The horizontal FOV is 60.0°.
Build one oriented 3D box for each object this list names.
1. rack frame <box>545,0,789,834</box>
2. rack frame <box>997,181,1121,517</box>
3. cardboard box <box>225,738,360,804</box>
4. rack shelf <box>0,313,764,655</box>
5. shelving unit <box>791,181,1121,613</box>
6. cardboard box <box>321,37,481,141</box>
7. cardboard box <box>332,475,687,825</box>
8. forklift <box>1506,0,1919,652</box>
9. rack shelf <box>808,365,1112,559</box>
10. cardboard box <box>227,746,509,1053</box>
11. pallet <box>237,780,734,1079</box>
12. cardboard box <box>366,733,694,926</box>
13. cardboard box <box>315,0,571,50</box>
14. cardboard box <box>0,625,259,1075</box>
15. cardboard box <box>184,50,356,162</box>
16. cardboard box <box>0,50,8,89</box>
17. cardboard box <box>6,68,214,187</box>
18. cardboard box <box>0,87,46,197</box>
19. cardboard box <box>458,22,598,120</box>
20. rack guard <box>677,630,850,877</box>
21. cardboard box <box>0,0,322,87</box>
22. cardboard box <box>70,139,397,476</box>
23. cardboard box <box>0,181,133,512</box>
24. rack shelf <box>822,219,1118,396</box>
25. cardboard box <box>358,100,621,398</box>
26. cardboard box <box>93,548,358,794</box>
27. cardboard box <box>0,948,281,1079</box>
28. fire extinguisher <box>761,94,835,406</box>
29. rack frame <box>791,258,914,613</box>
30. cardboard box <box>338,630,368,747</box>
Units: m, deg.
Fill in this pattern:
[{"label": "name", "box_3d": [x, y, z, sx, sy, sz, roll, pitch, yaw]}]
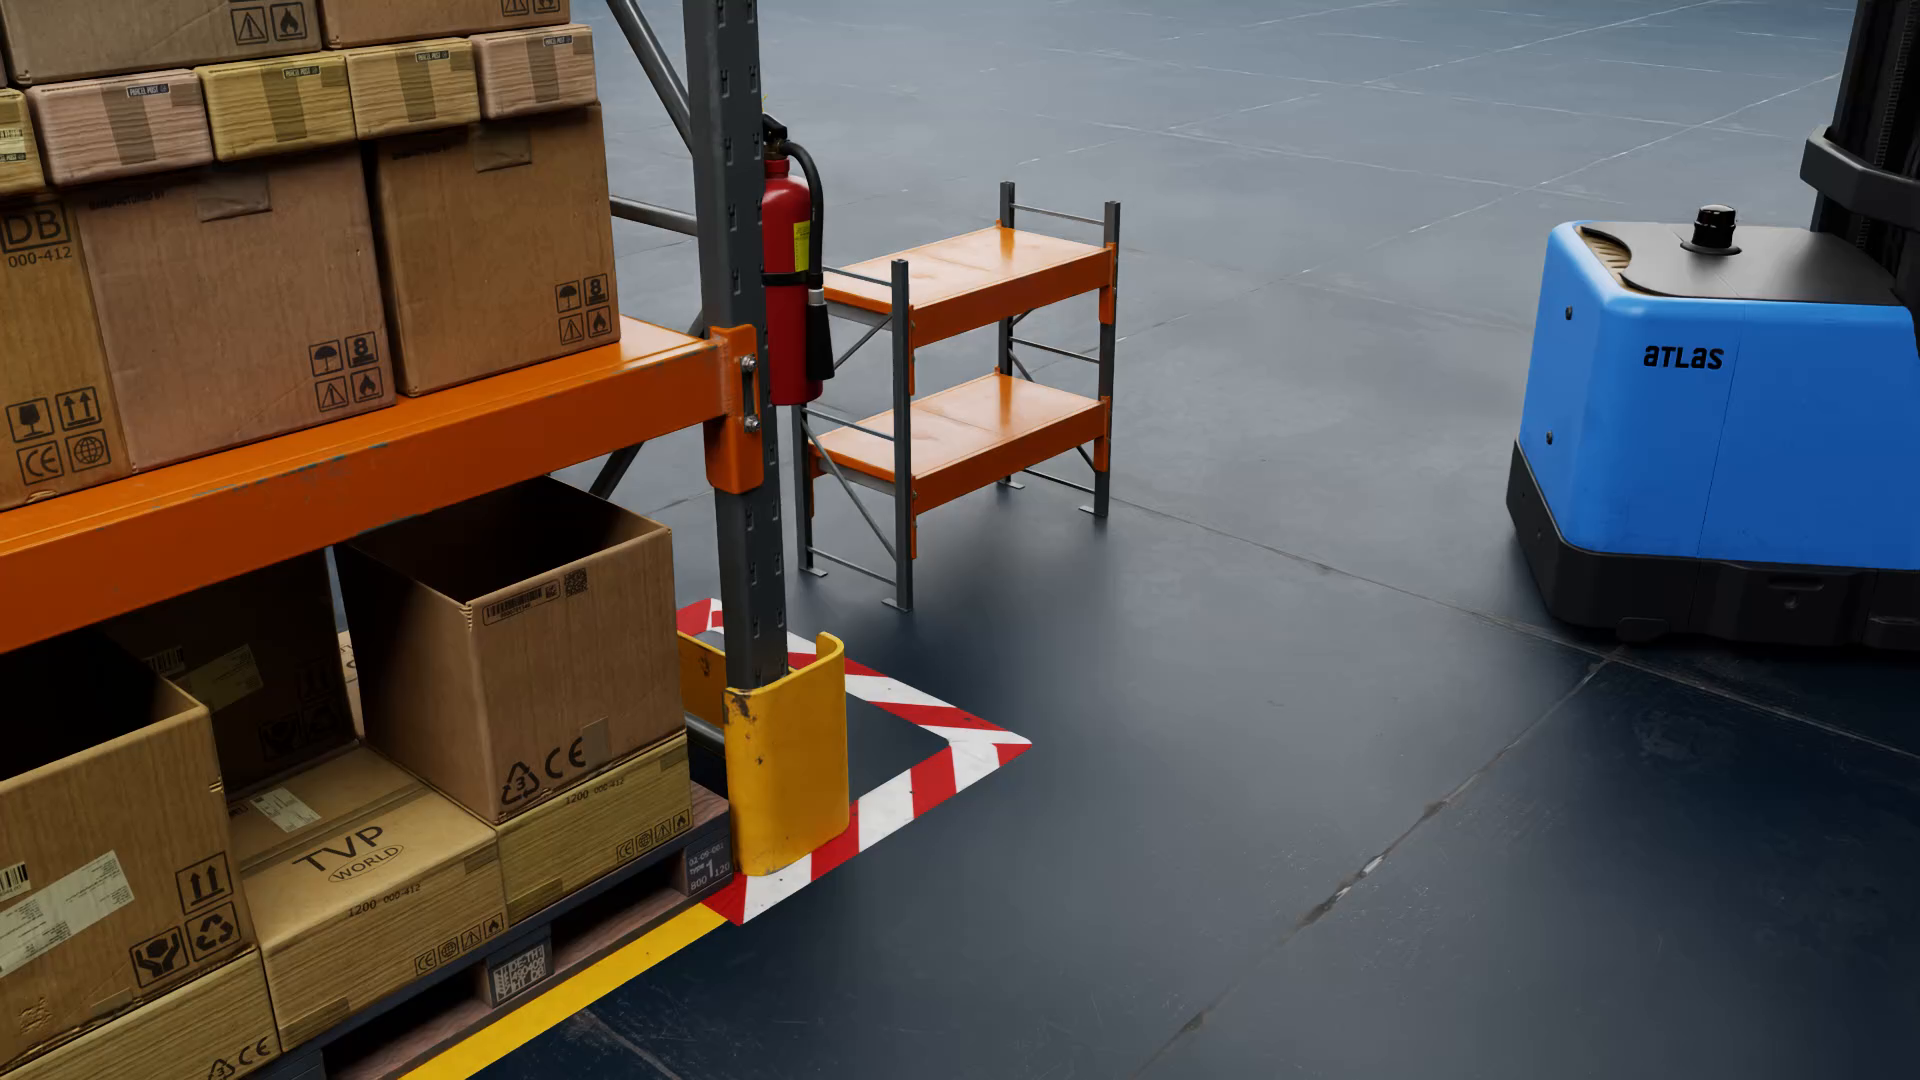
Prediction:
[{"label": "rack frame", "box_3d": [-0.816, -0.760, 3.779, 1.000, 3.000, 0.127, 20, 31, 38]}, {"label": "rack frame", "box_3d": [0.335, -0.666, 5.861, 0.500, 1.125, 0.032, 20, 31, 38]}, {"label": "cardboard box", "box_3d": [-1.670, 0.559, 3.685, 0.500, 0.250, 0.500, 20, 31, 38]}, {"label": "rack shelf", "box_3d": [-2.151, 0.177, 2.567, 1.077, 0.370, 4.000, 20, 31, 38]}, {"label": "shelving unit", "box_3d": [-0.005, -0.511, 5.515, 0.538, 1.125, 1.048, 20, 31, 38]}, {"label": "cardboard box", "box_3d": [-1.103, -0.853, 3.071, 0.380, 0.149, 0.250, 21, 32, 39]}, {"label": "cardboard box", "box_3d": [-0.952, 0.205, 3.557, 0.500, 0.500, 0.500, 20, 31, 38]}, {"label": "forklift", "box_3d": [3.363, -1.141, 4.711, 3.031, 2.935, 1.130, 3, 24, 7]}, {"label": "rack shelf", "box_3d": [-0.005, -0.288, 5.615, 0.538, 0.278, 1.000, 20, 31, 38]}, {"label": "cardboard box", "box_3d": [-1.278, 0.703, 3.364, 0.500, 0.250, 0.500, 20, 31, 38]}, {"label": "pallet", "box_3d": [-1.295, 0.757, 3.804, 1.003, 0.211, 1.213, 20, 31, 38]}, {"label": "cardboard box", "box_3d": [-0.954, 0.547, 3.711, 0.500, 0.250, 0.500, 20, 31, 38]}, {"label": "cardboard box", "box_3d": [-1.172, -1.243, 3.148, 0.700, 0.500, 0.500, 20, 31, 38]}, {"label": "cardboard box", "box_3d": [-1.609, 0.514, 2.868, 0.500, 0.500, 0.500, 20, 31, 38]}, {"label": "cardboard box", "box_3d": [-1.273, -0.775, 2.898, 0.380, 0.149, 0.250, 20, 31, 37]}, {"label": "cardboard box", "box_3d": [-1.855, -0.927, 2.444, 0.700, 0.500, 0.500, 20, 31, 38]}, {"label": "cardboard box", "box_3d": [-1.443, -0.699, 2.728, 0.380, 0.149, 0.250, 21, 31, 38]}, {"label": "cardboard box", "box_3d": [-1.618, -0.619, 2.549, 0.380, 0.149, 0.250, 21, 32, 39]}, {"label": "cardboard box", "box_3d": [-0.929, -0.933, 3.250, 0.380, 0.149, 0.250, 20, 31, 37]}, {"label": "rack guard", "box_3d": [-0.800, 0.373, 4.307, 1.175, 0.500, 0.348, 20, 31, 38]}, {"label": "cardboard box", "box_3d": [-1.519, -1.081, 2.787, 0.700, 0.500, 0.500, 19, 30, 36]}, {"label": "cardboard box", "box_3d": [-1.484, -0.506, 3.089, 0.700, 0.500, 0.500, 21, 32, 39]}, {"label": "cardboard box", "box_3d": [-1.819, -0.356, 2.755, 0.700, 0.500, 0.500, 20, 31, 38]}, {"label": "rack shelf", "box_3d": [-0.005, -0.778, 5.396, 0.538, 0.278, 1.000, 20, 31, 38]}, {"label": "cardboard box", "box_3d": [-1.137, -0.667, 3.449, 0.700, 0.500, 0.500, 20, 31, 38]}, {"label": "cardboard box", "box_3d": [-1.672, 0.216, 3.532, 0.500, 0.500, 0.500, 20, 31, 38]}, {"label": "cardboard box", "box_3d": [-1.611, 0.855, 3.023, 0.500, 0.250, 0.500, 20, 31, 38]}, {"label": "fire extinguisher", "box_3d": [-0.391, -0.634, 3.592, 0.296, 0.674, 0.183, 20, 31, 38]}, {"label": "rack frame", "box_3d": [-0.344, -0.356, 5.170, 0.500, 1.125, 0.032, 20, 31, 38]}, {"label": "cardboard box", "box_3d": [-1.339, 0.406, 4.027, 0.500, 0.250, 0.500, 20, 31, 38]}]
